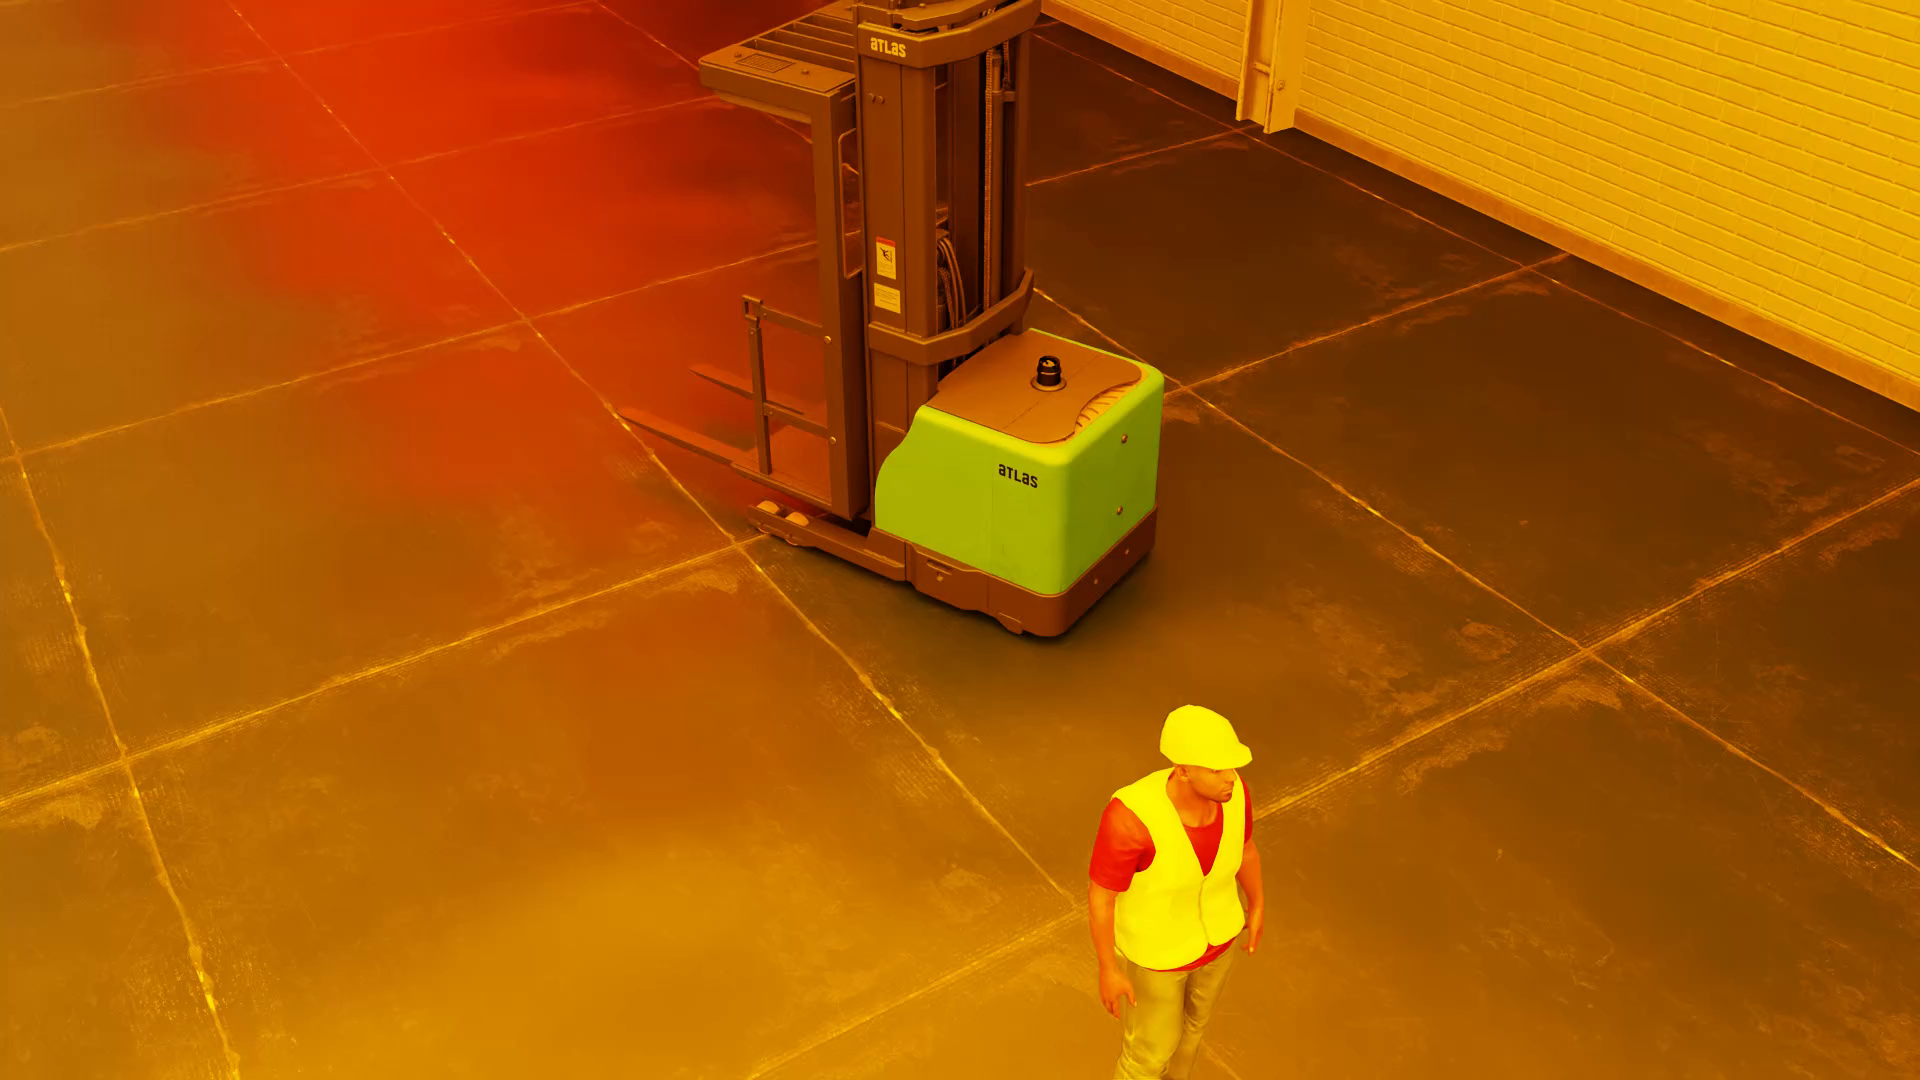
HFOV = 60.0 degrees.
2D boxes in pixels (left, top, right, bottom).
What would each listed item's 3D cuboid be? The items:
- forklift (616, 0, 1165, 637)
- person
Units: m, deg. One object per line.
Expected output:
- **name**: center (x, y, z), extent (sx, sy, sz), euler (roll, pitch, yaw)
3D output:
- **forklift**: center (-0.500, -1.399, 8.138), extent (3.031, 2.935, 1.130), euler (22, 41, 28)
- **person**: center (0.742, 1.307, 5.288), extent (0.665, 1.765, 0.577), euler (-20, 40, -26)
